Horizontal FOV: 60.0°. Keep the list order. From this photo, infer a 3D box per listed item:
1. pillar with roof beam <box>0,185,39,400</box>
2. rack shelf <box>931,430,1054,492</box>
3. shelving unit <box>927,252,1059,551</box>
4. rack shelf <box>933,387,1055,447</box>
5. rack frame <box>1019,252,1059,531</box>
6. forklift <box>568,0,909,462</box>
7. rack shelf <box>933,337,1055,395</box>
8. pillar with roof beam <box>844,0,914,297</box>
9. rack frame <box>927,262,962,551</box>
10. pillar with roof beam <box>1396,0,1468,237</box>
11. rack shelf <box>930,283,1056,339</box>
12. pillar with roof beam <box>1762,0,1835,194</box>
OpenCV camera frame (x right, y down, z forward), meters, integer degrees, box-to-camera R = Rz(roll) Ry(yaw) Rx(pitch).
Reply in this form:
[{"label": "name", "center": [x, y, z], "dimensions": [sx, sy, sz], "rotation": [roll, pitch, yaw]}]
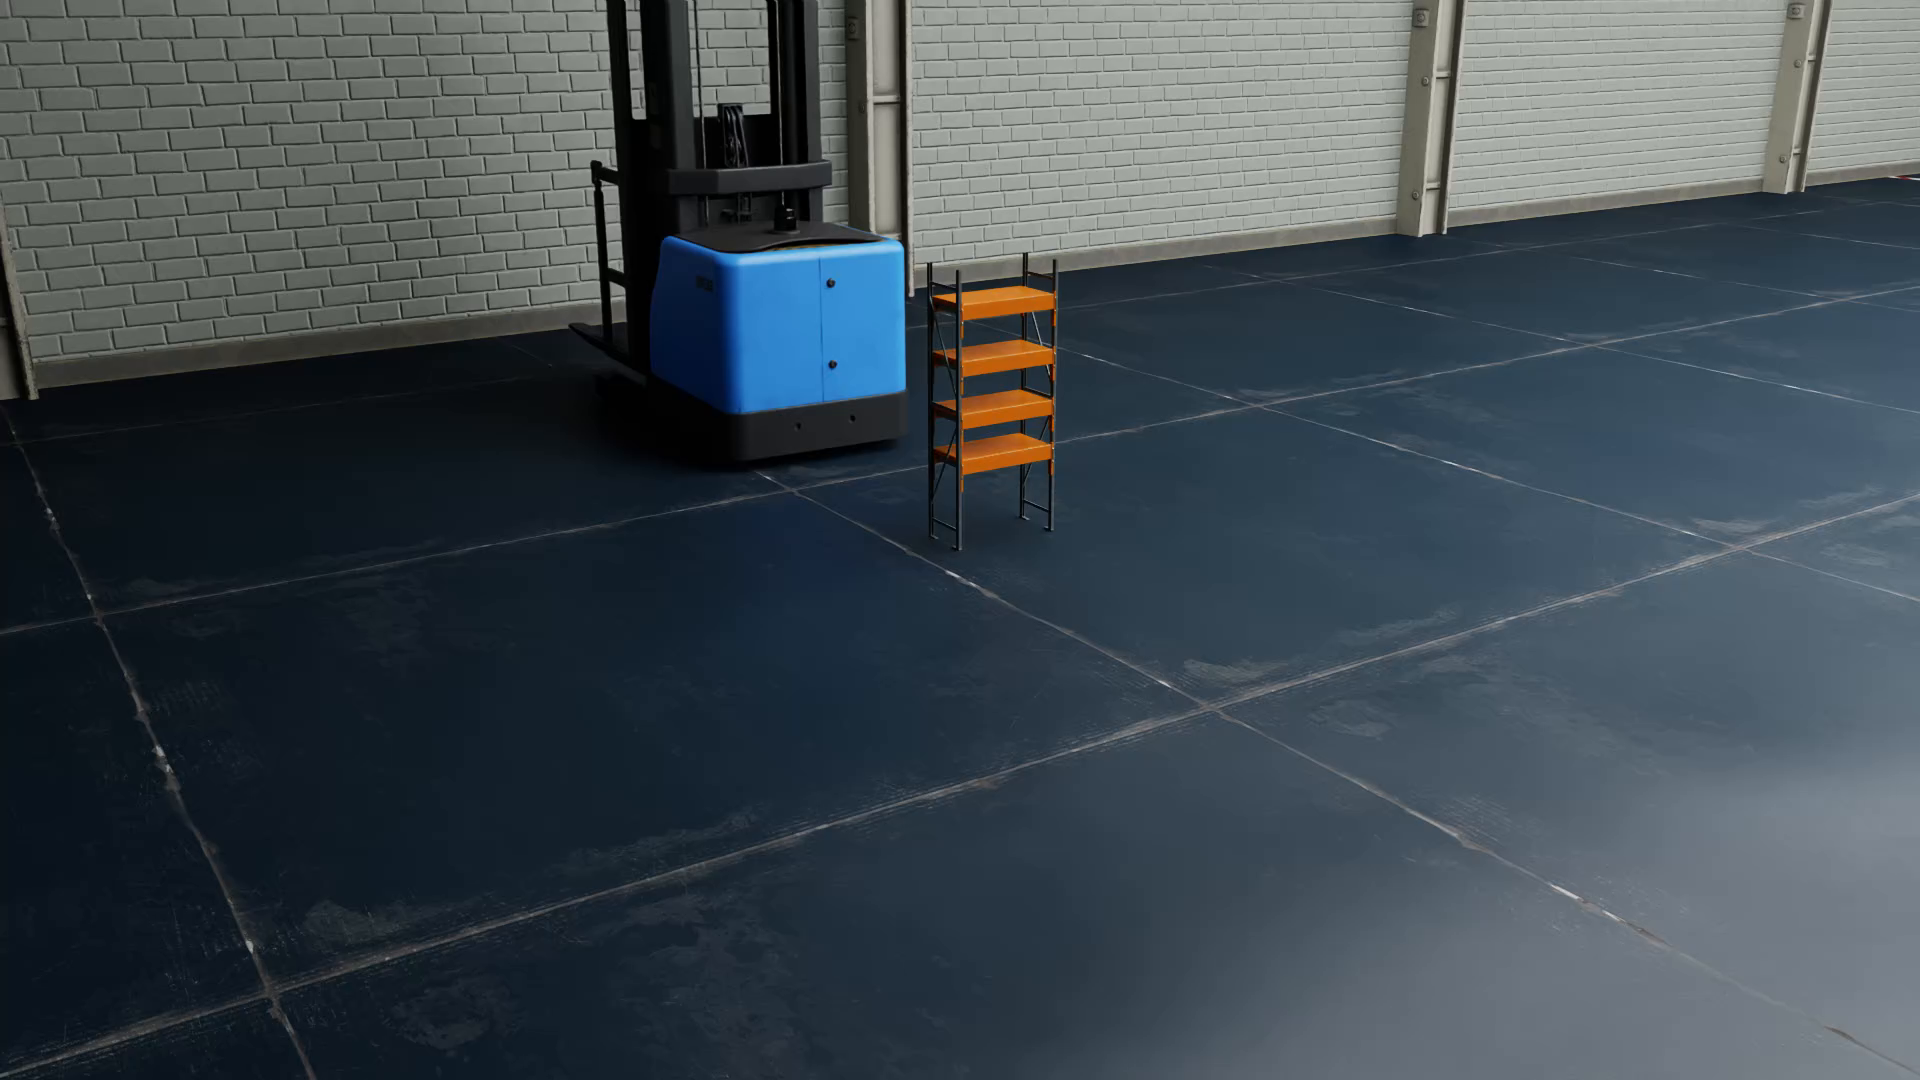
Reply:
[{"label": "pillar with roof beam", "center": [-3.241, -3.939, 4.847], "dimensions": [0.400, 9.000, 9.100], "rotation": [-12, 22, -31]}, {"label": "rack shelf", "center": [0.138, -0.346, 7.224], "dimensions": [0.480, 0.148, 0.258], "rotation": [-12, 22, -31]}, {"label": "shelving unit", "center": [0.138, -0.598, 7.139], "dimensions": [0.503, 1.200, 0.258], "rotation": [-12, 22, -31]}, {"label": "rack shelf", "center": [0.138, -0.534, 7.160], "dimensions": [0.480, 0.148, 0.258], "rotation": [-12, 22, -31]}, {"label": "rack frame", "center": [0.342, -0.641, 7.266], "dimensions": [0.015, 1.200, 0.240], "rotation": [-12, 22, -31]}, {"label": "forklift", "center": [-1.446, -2.196, 9.163], "dimensions": [1.130, 2.935, 3.031], "rotation": [-11, 21, -29]}, {"label": "rack shelf", "center": [0.138, -0.746, 7.089], "dimensions": [0.480, 0.148, 0.258], "rotation": [-12, 22, -31]}, {"label": "pillar with roof beam", "center": [1.770, -4.996, 7.973], "dimensions": [0.400, 9.000, 9.100], "rotation": [-12, 22, -31]}, {"label": "rack frame", "center": [-0.066, -0.555, 7.012], "dimensions": [0.015, 1.200, 0.240], "rotation": [-12, 22, -31]}, {"label": "pillar with roof beam", "center": [6.781, -6.053, 11.099], "dimensions": [0.400, 9.000, 9.100], "rotation": [-12, 22, -31]}, {"label": "rack shelf", "center": [0.138, -0.970, 7.013], "dimensions": [0.480, 0.148, 0.258], "rotation": [-12, 22, -31]}, {"label": "pillar with roof beam", "center": [11.792, -7.110, 14.225], "dimensions": [0.400, 9.000, 9.100], "rotation": [-12, 22, -31]}]
